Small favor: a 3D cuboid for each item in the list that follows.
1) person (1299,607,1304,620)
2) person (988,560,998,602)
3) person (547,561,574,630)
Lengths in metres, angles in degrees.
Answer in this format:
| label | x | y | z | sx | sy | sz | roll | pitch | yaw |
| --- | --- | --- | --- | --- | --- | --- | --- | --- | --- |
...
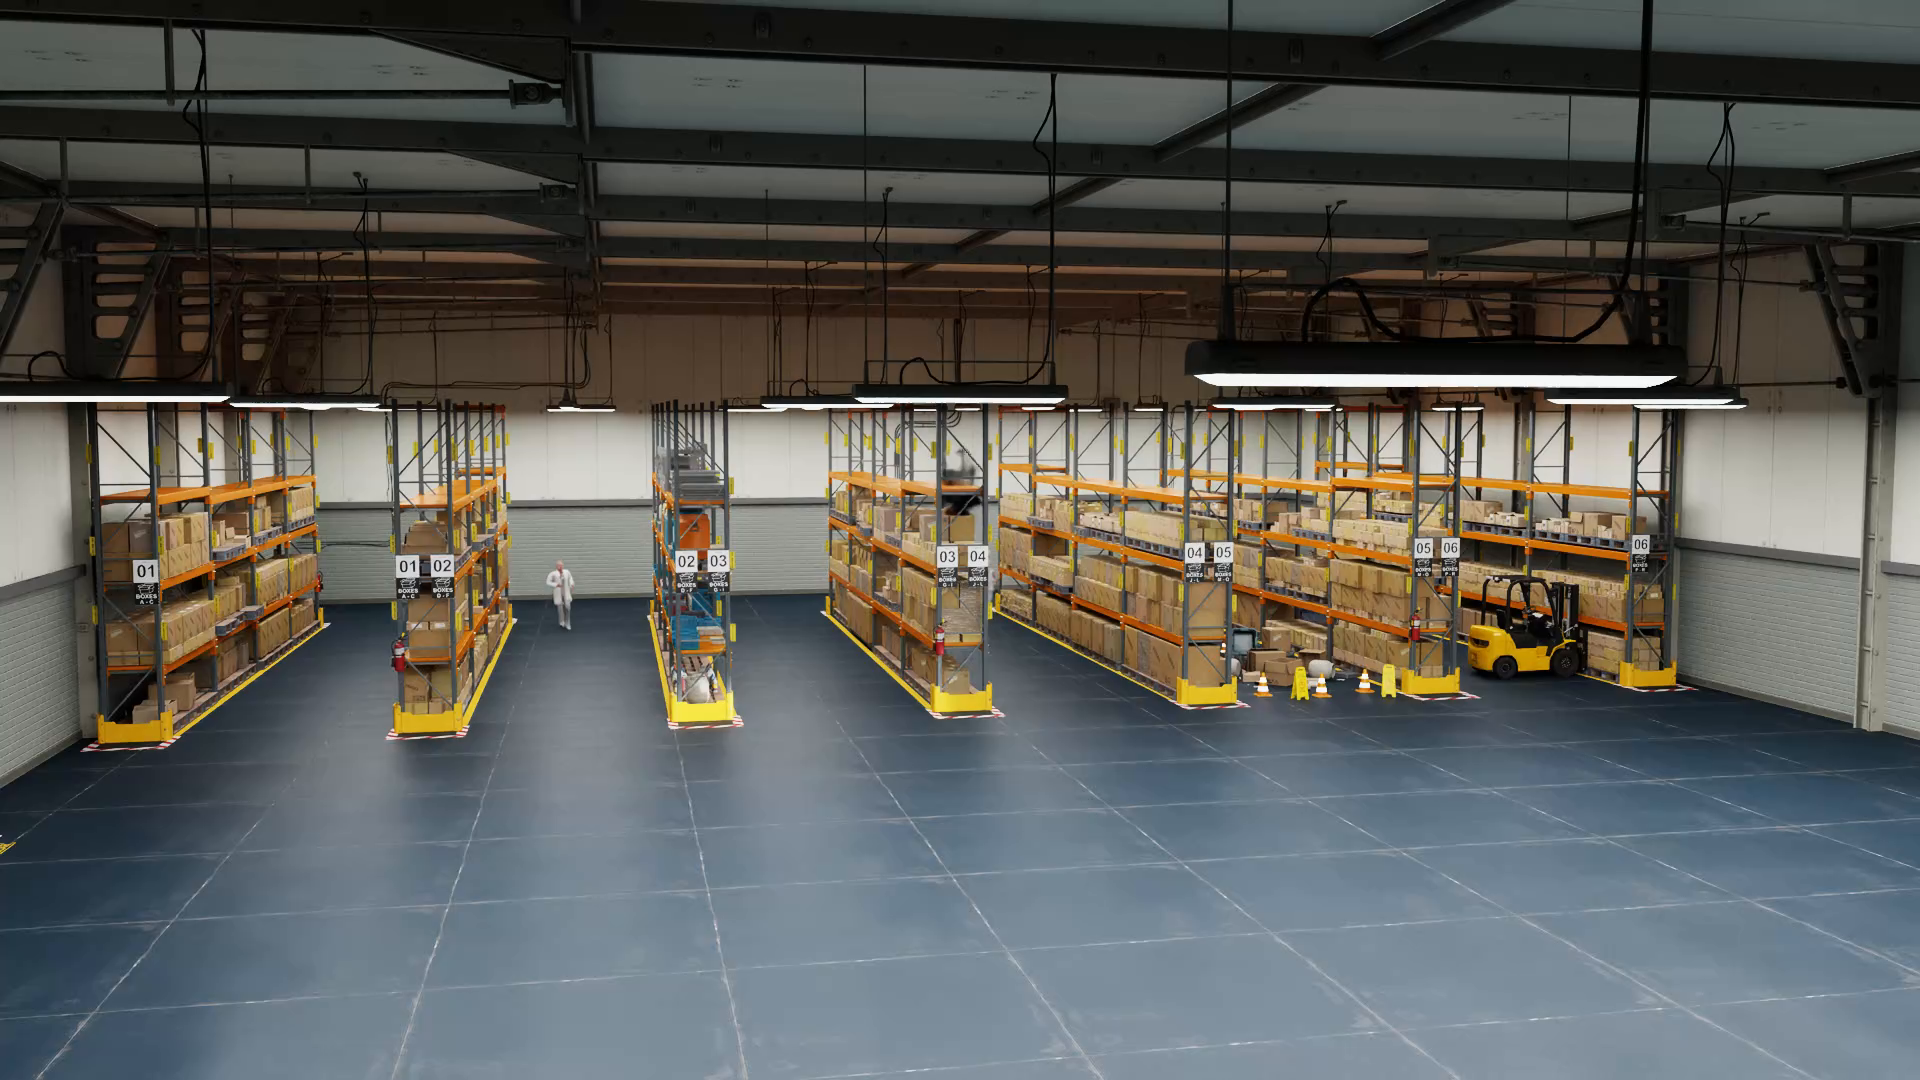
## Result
| label | x | y | z | sx | sy | sz | roll | pitch | yaw |
| --- | --- | --- | --- | --- | --- | --- | --- | --- | --- |
| person | 9.054 | 1.582 | 44.285 | 0.619 | 1.611 | 0.774 | -1 | 4 | -15 |
| person | 0.744 | 1.438 | 45.261 | 0.616 | 1.835 | 0.748 | -1 | 4 | -12 |
| person | -10.700 | 1.495 | 44.527 | 0.738 | 1.862 | 0.801 | -2 | 5 | -27 |
